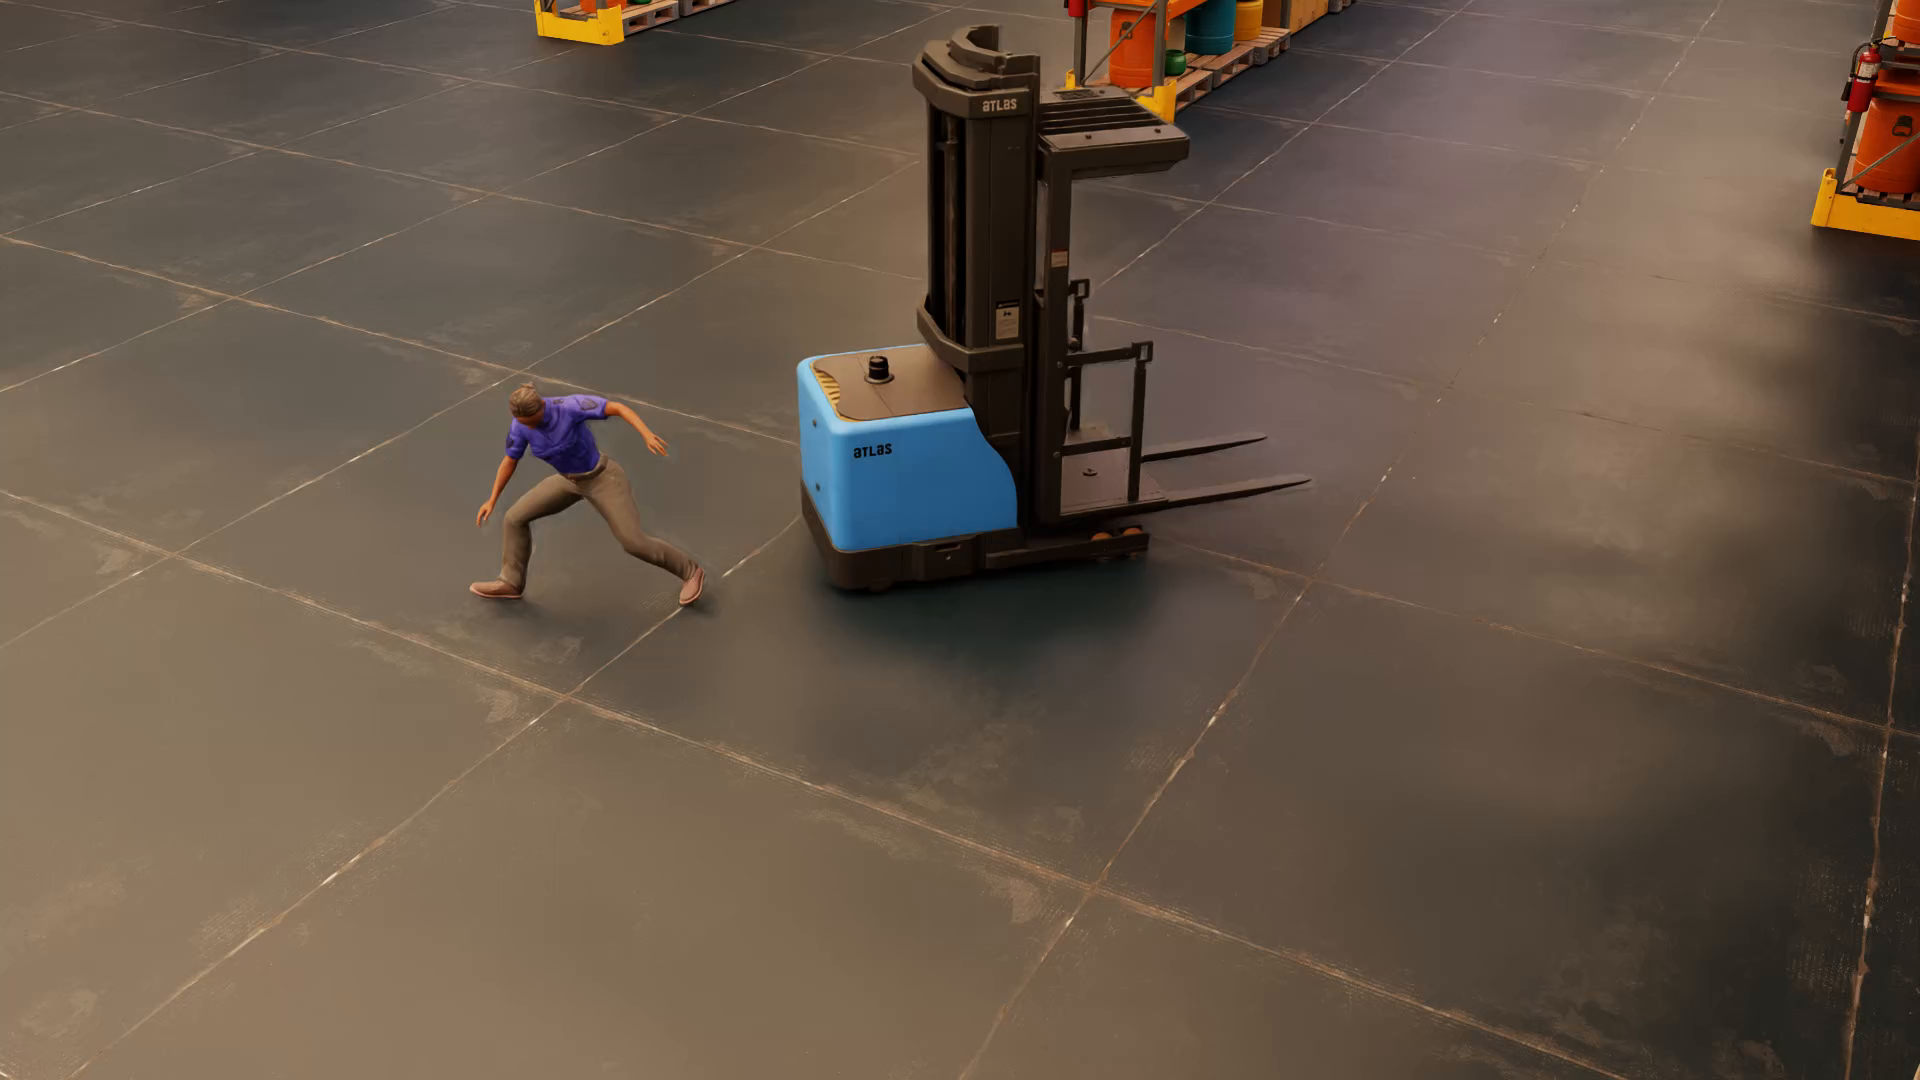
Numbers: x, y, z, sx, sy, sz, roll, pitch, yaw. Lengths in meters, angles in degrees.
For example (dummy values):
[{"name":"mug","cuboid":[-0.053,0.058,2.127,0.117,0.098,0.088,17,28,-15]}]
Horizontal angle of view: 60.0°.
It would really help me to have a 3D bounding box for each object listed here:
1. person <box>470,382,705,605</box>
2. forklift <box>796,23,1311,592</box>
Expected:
[{"name":"person","cuboid":[-2.070,-0.248,9.098,1.199,1.348,0.721,13,32,21]},{"name":"forklift","cuboid":[0.610,-1.387,9.474,3.031,2.935,1.130,-9,31,-15]}]
